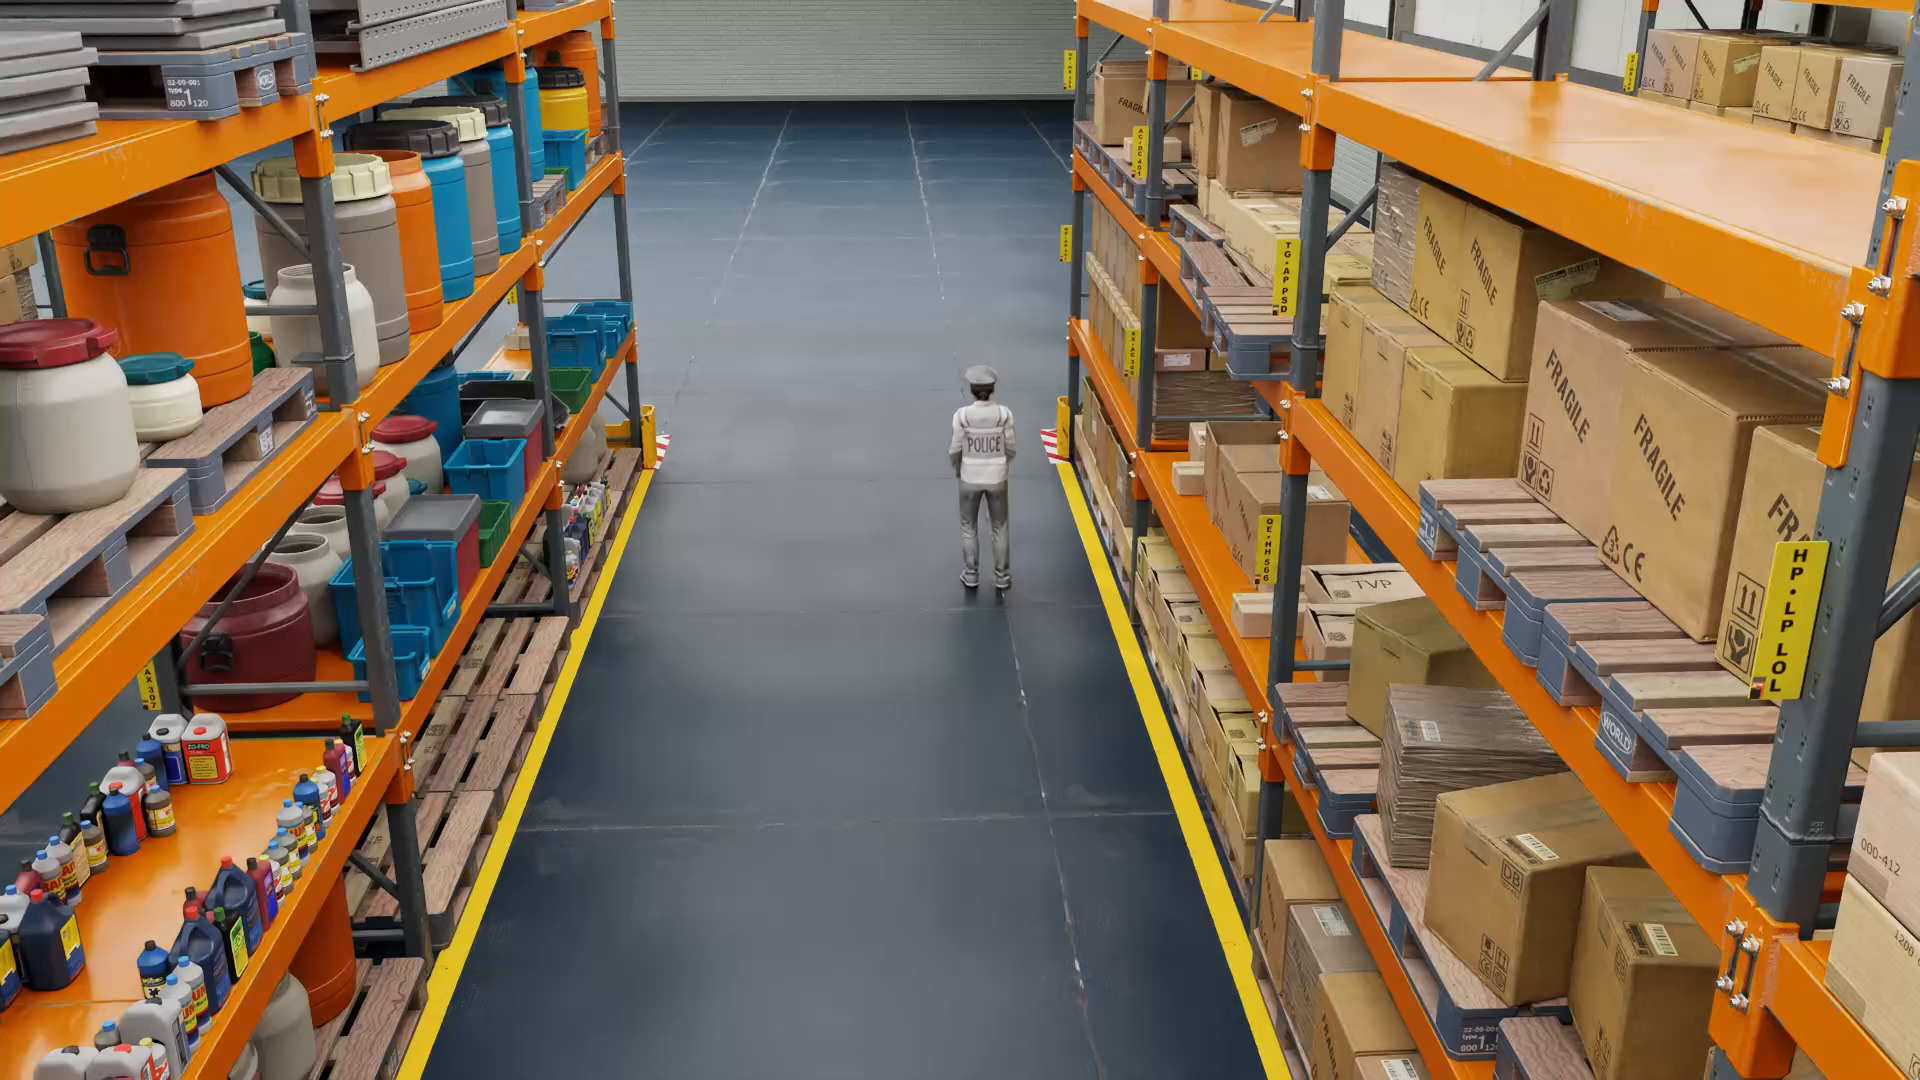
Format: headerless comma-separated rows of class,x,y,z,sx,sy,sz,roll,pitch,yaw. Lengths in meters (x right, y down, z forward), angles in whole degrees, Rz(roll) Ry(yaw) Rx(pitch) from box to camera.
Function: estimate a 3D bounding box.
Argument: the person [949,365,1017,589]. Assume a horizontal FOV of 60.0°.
person,0.164,-0.454,12.257,0.500,1.684,0.411,-1,21,-4
